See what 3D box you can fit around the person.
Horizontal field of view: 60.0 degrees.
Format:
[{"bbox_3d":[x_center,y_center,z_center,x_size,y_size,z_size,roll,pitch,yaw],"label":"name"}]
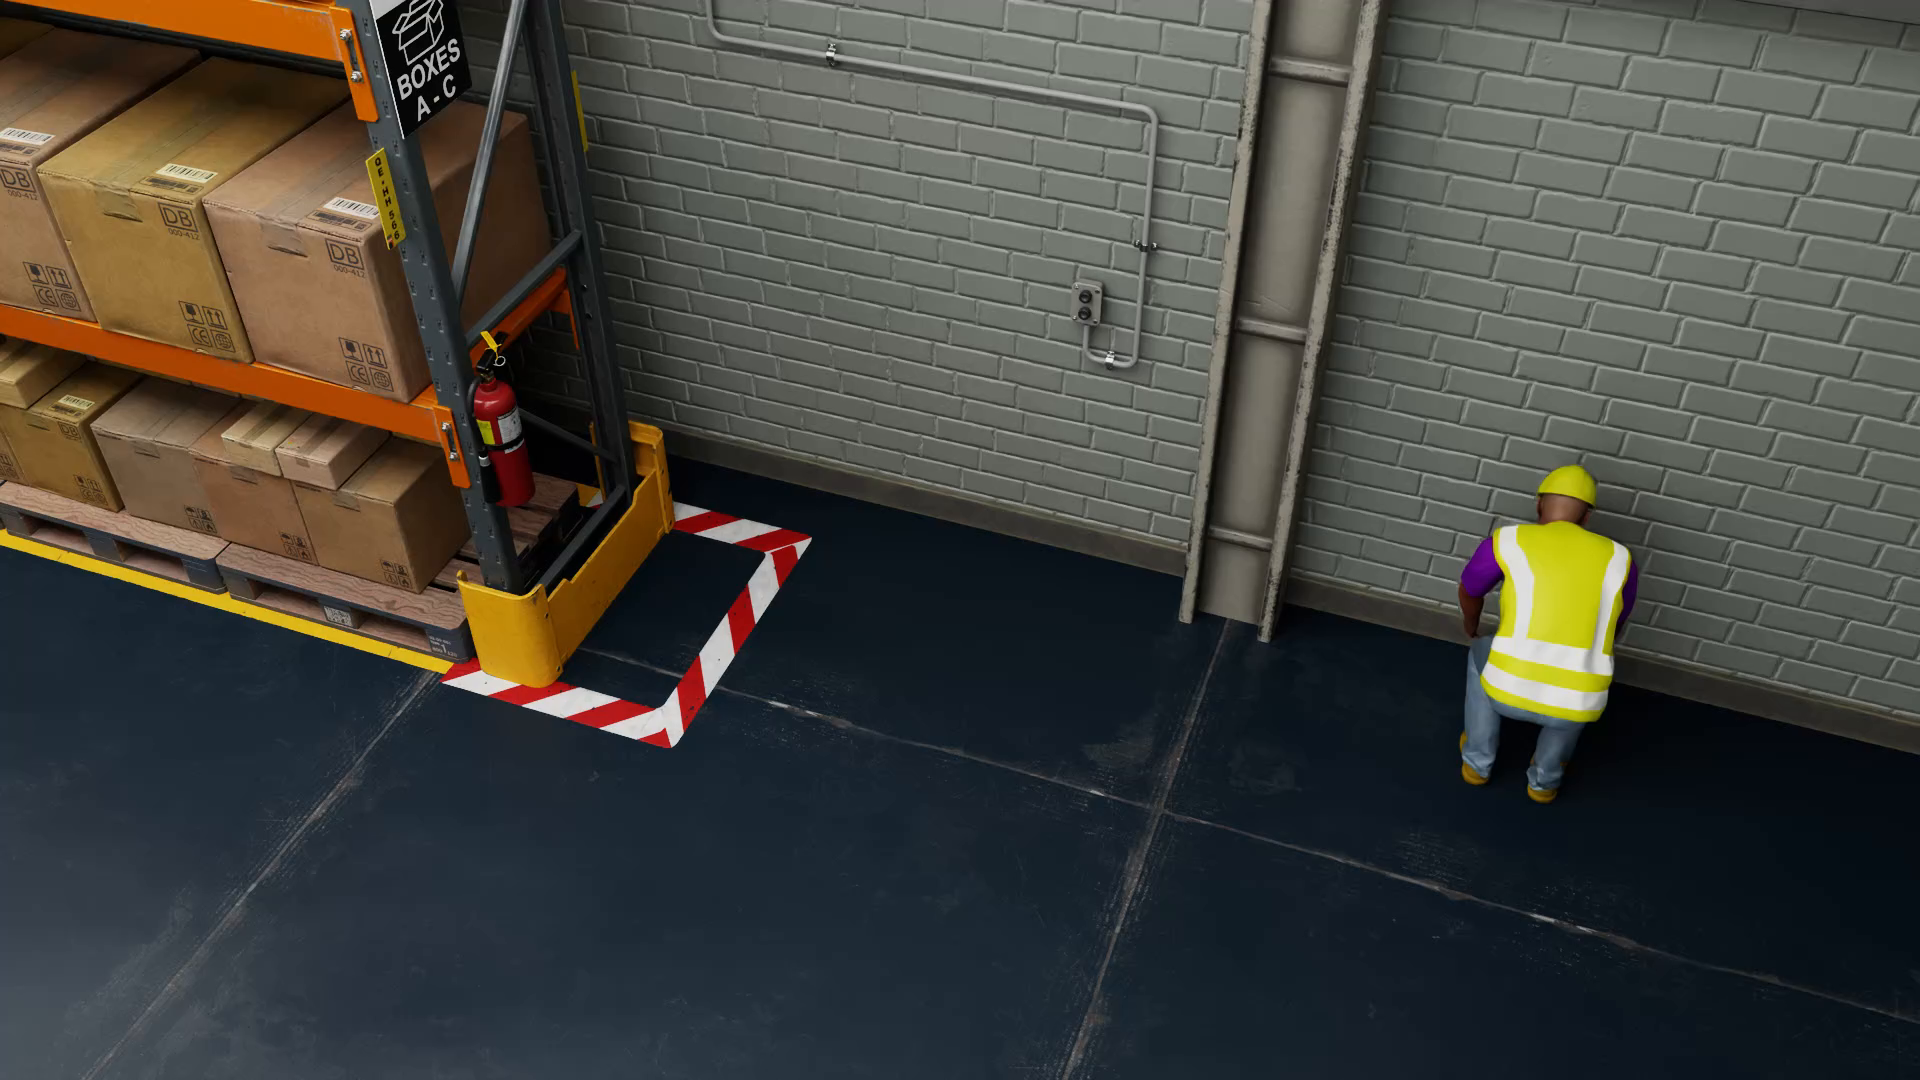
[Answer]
[{"bbox_3d":[2.127,0.380,6.164,0.615,1.167,0.856,13,43,15],"label":"person"}]
